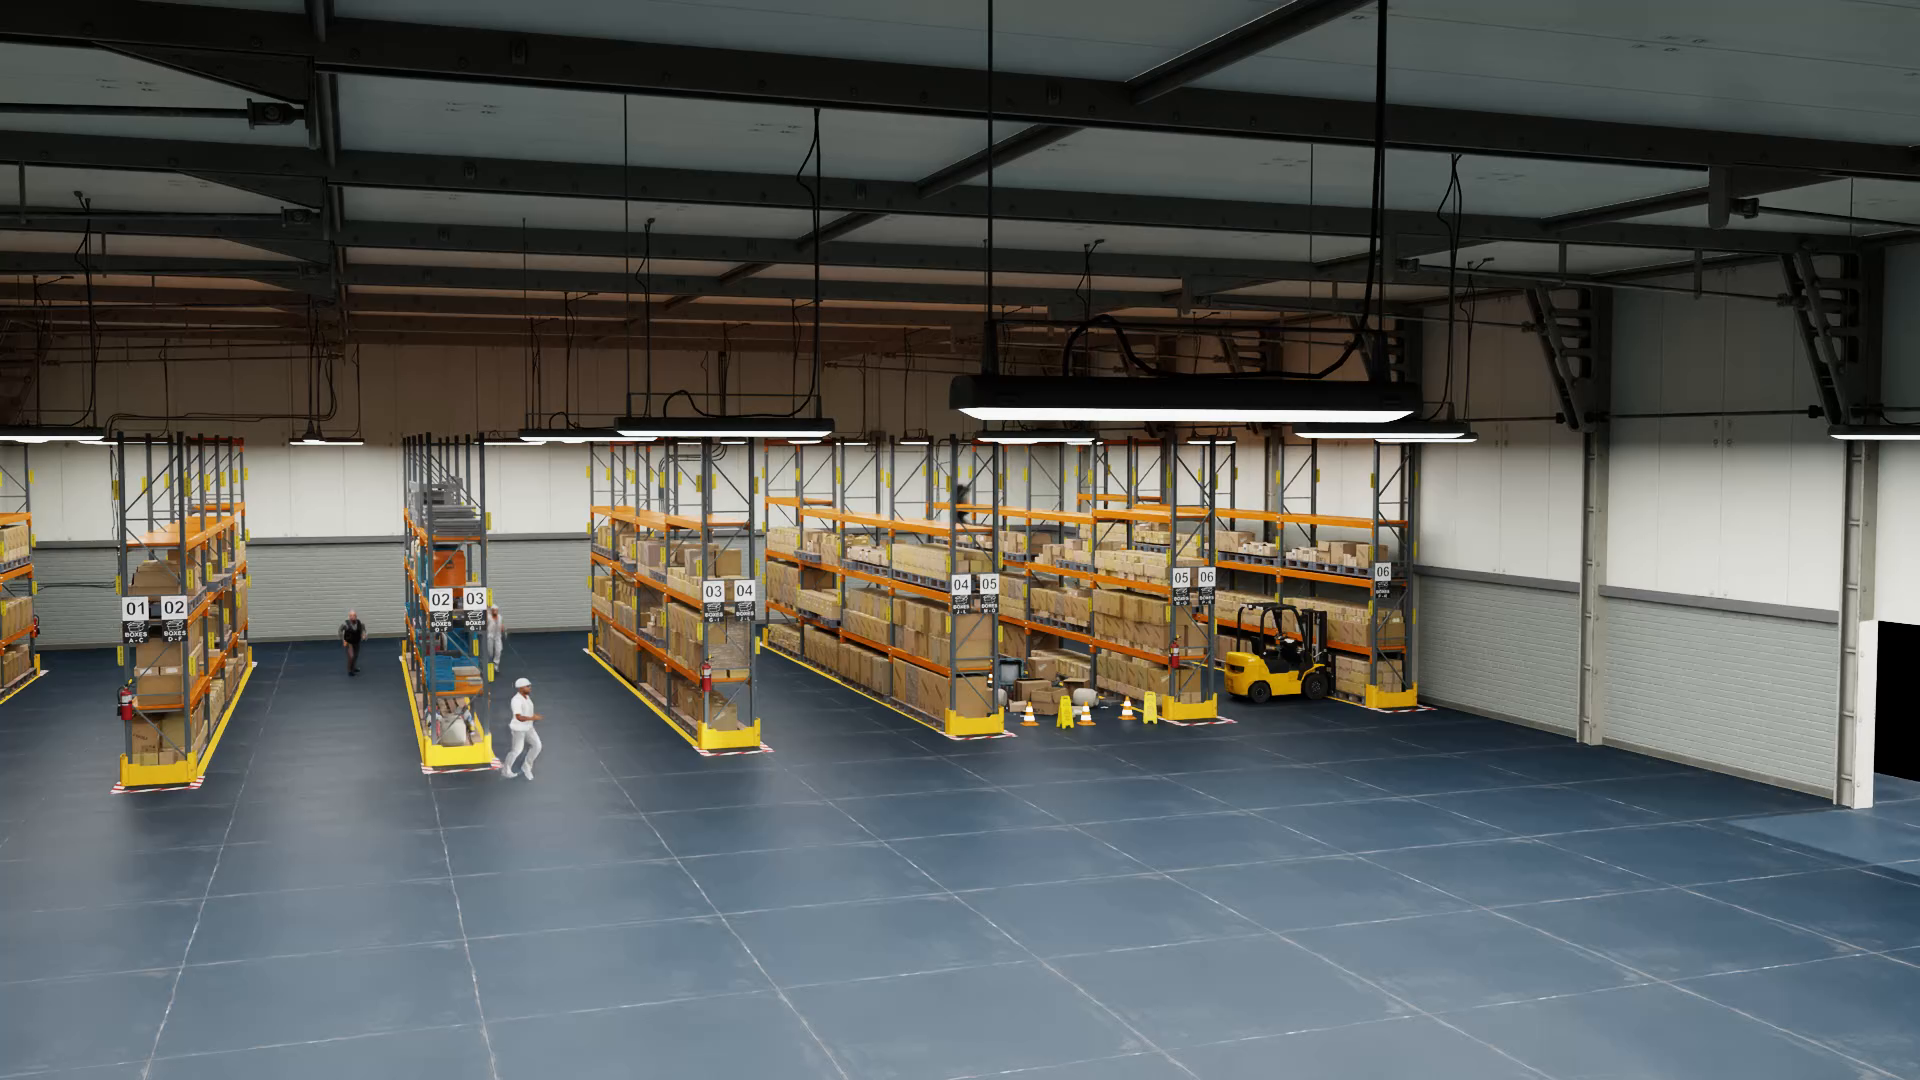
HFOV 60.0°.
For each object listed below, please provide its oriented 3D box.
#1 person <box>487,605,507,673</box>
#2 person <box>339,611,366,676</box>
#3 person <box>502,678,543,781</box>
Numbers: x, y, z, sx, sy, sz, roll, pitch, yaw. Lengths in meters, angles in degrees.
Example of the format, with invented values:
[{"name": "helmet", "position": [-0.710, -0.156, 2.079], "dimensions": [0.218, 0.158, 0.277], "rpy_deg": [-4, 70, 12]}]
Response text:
[{"name": "person", "position": [-11.940, 2.508, 42.419], "dimensions": [0.658, 1.738, 0.818], "rpy_deg": [-2, 4, -37]}, {"name": "person", "position": [-15.268, 2.596, 41.859], "dimensions": [0.903, 1.647, 0.699], "rpy_deg": [3, 4, 40]}, {"name": "person", "position": [-7.499, 3.260, 28.570], "dimensions": [0.811, 1.786, 0.653], "rpy_deg": [1, 3, 15]}]
